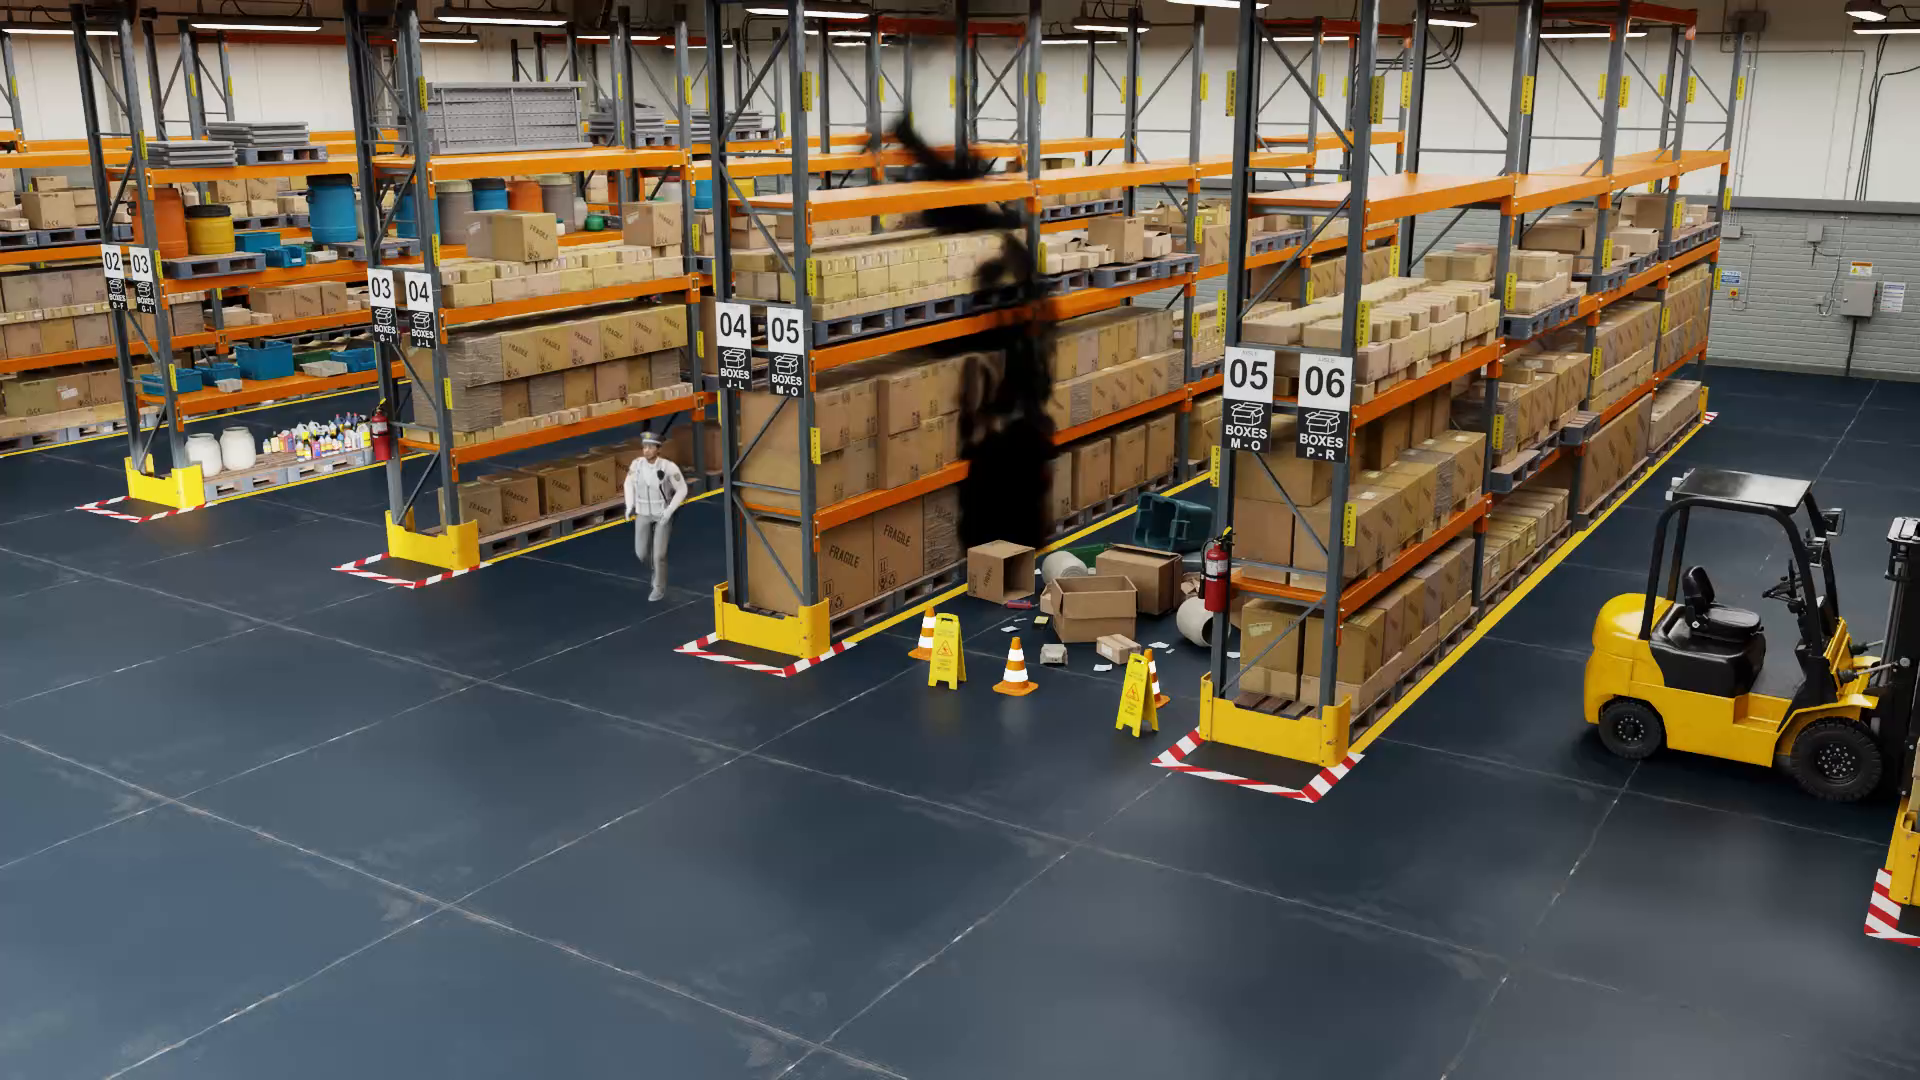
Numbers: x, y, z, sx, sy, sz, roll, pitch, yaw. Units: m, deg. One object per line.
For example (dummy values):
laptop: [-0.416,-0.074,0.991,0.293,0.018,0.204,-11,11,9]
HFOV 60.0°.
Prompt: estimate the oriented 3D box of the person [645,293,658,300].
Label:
person: [-5.852,-4.524,32.331,0.662,1.683,0.568,8,18,28]

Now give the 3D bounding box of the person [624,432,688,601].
person: [-2.920,-0.247,15.981,0.651,1.660,0.489,2,16,8]
